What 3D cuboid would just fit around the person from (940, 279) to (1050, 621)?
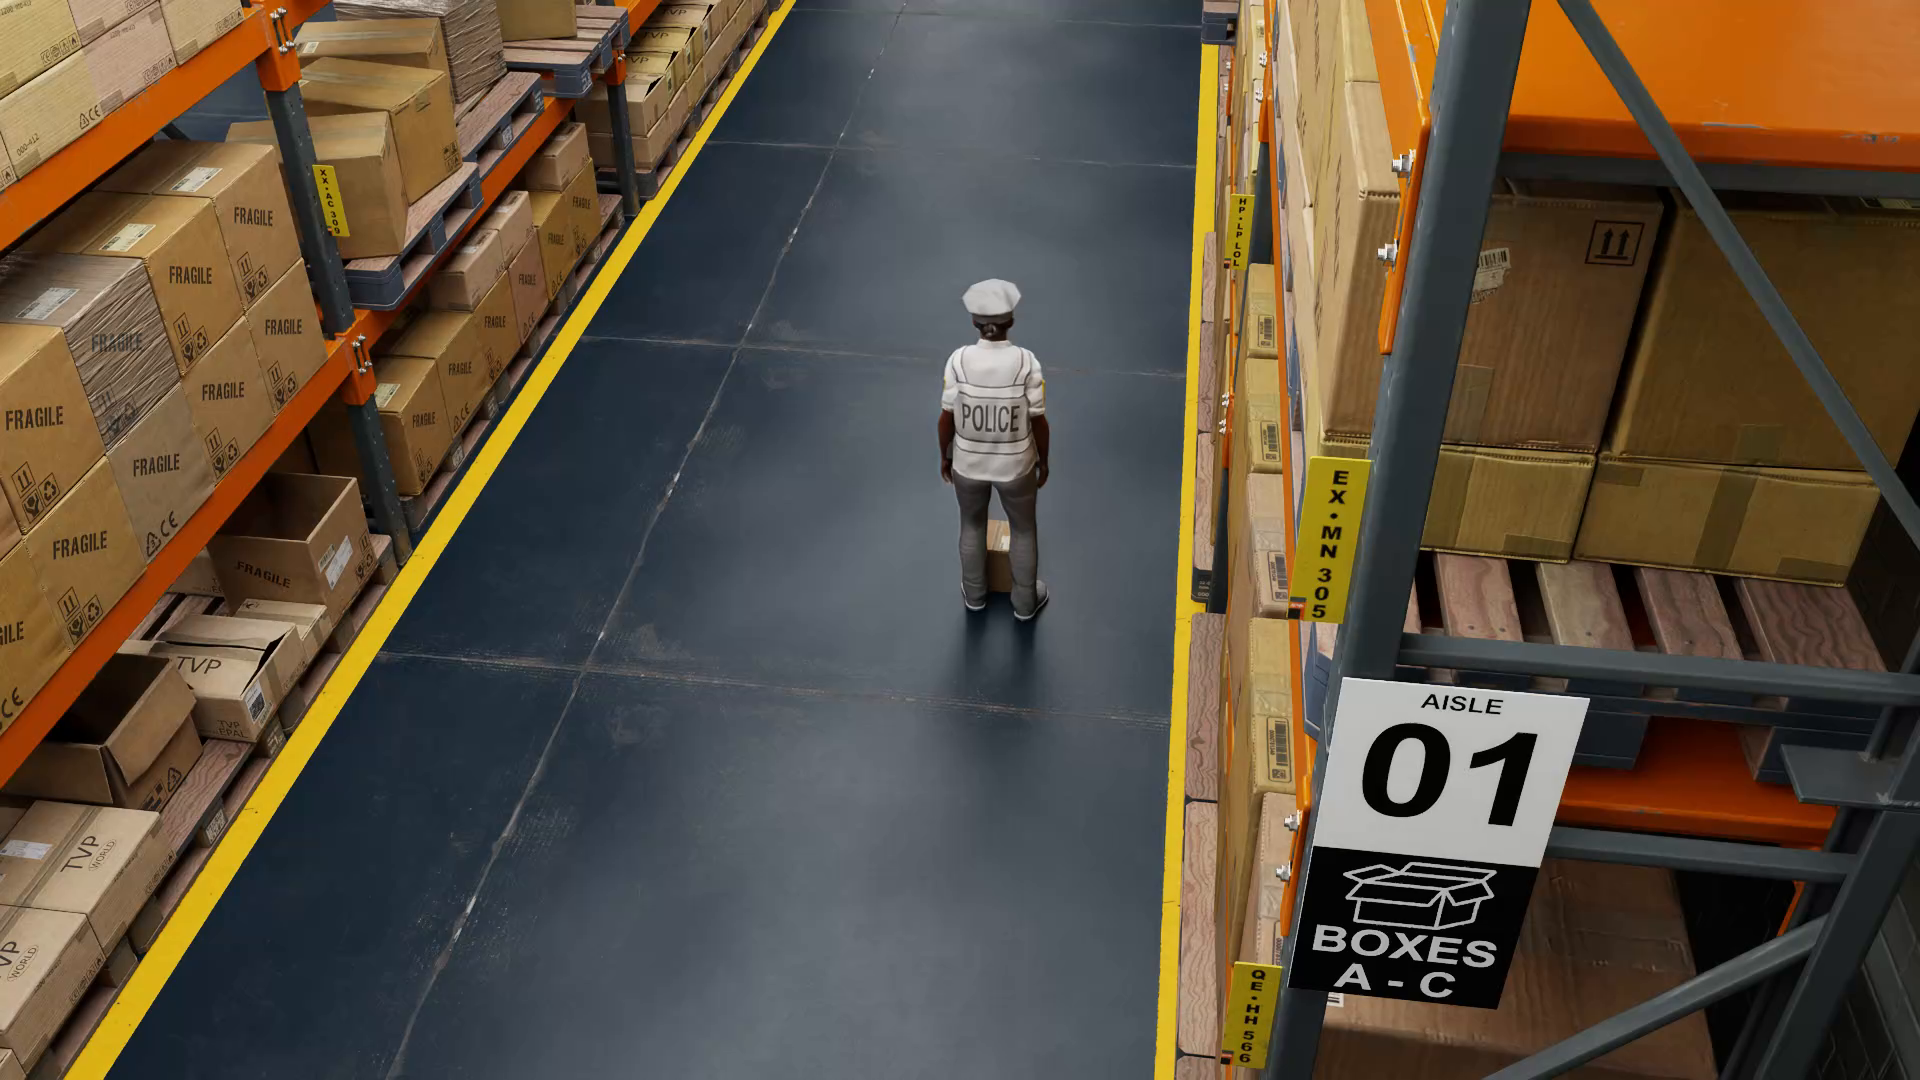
[{"bbox_3d":[0.167,-0.361,7.529,0.507,1.659,0.408,4,37,6],"label":"person"}]
